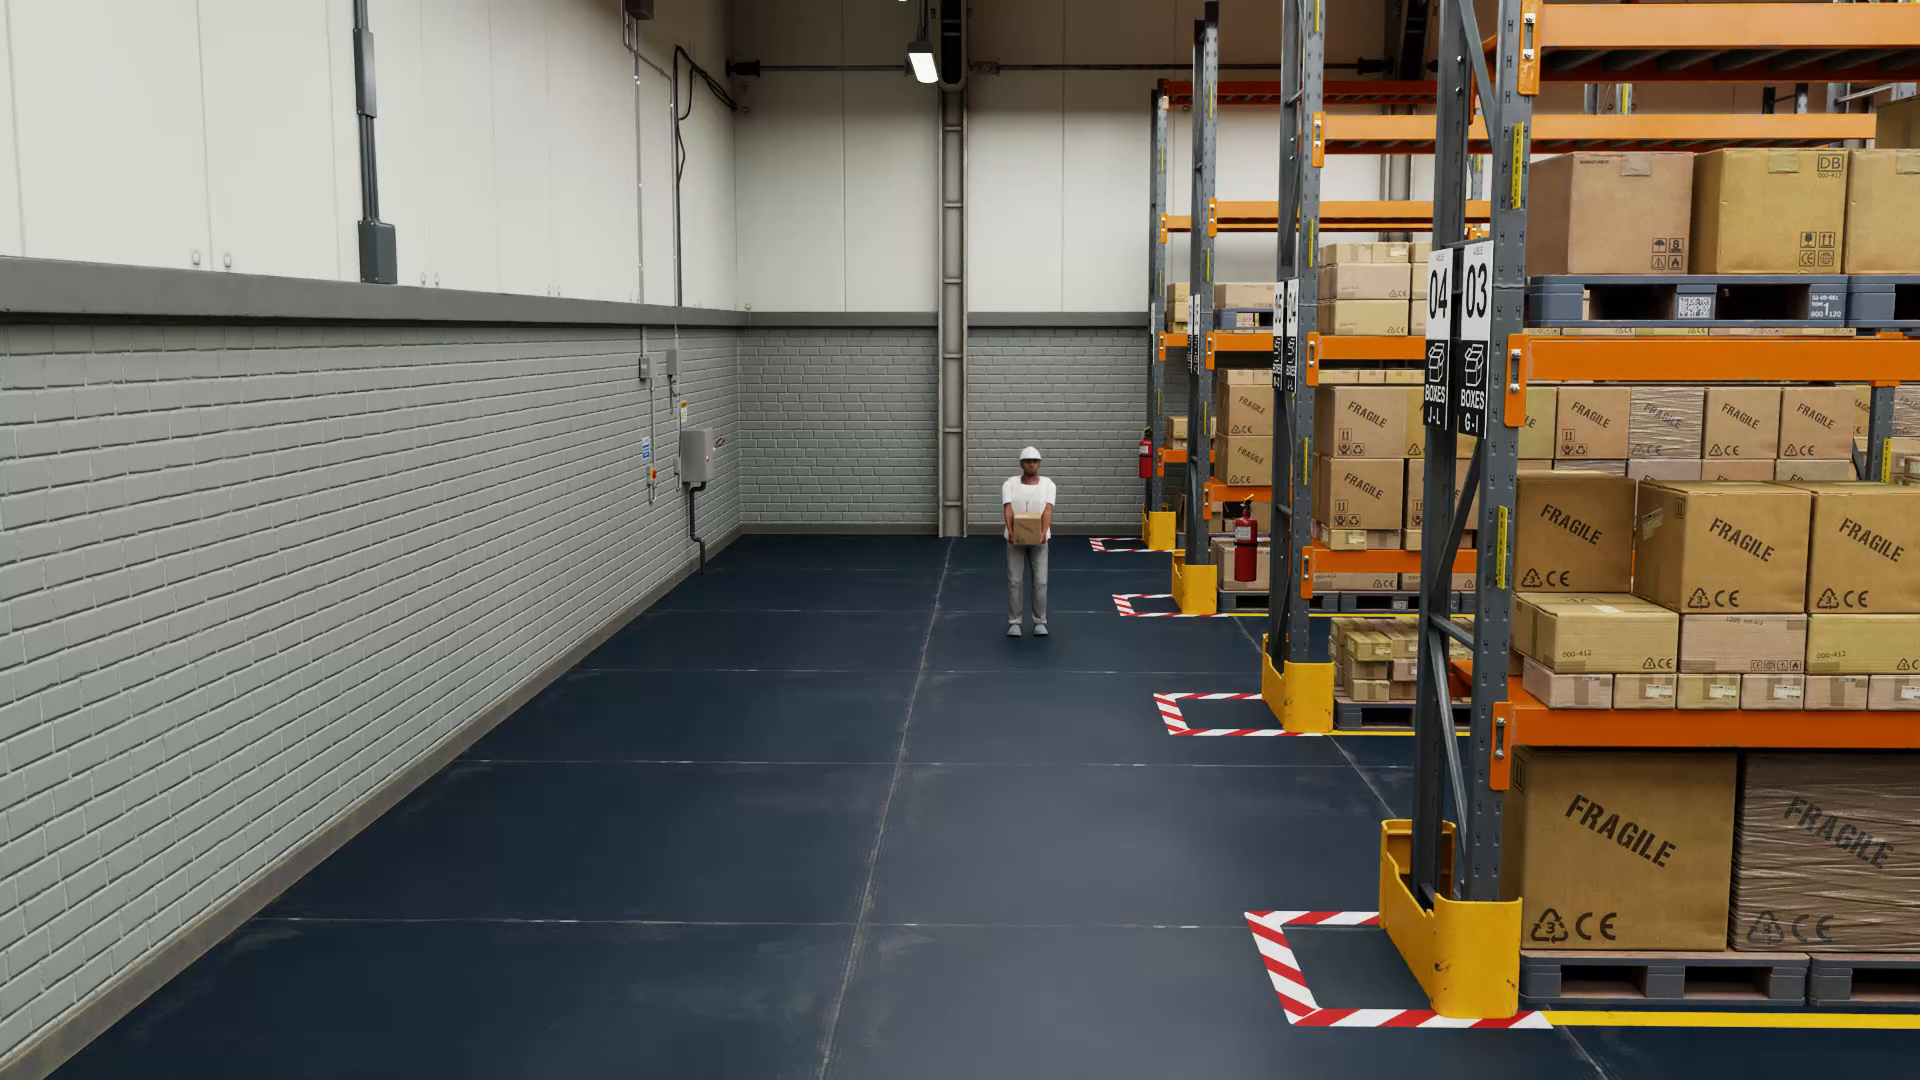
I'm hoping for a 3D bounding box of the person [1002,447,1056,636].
[{"bbox_3d":[0.644,0.020,15.539,0.503,1.760,0.577,0,7,2],"label":"person"}]
